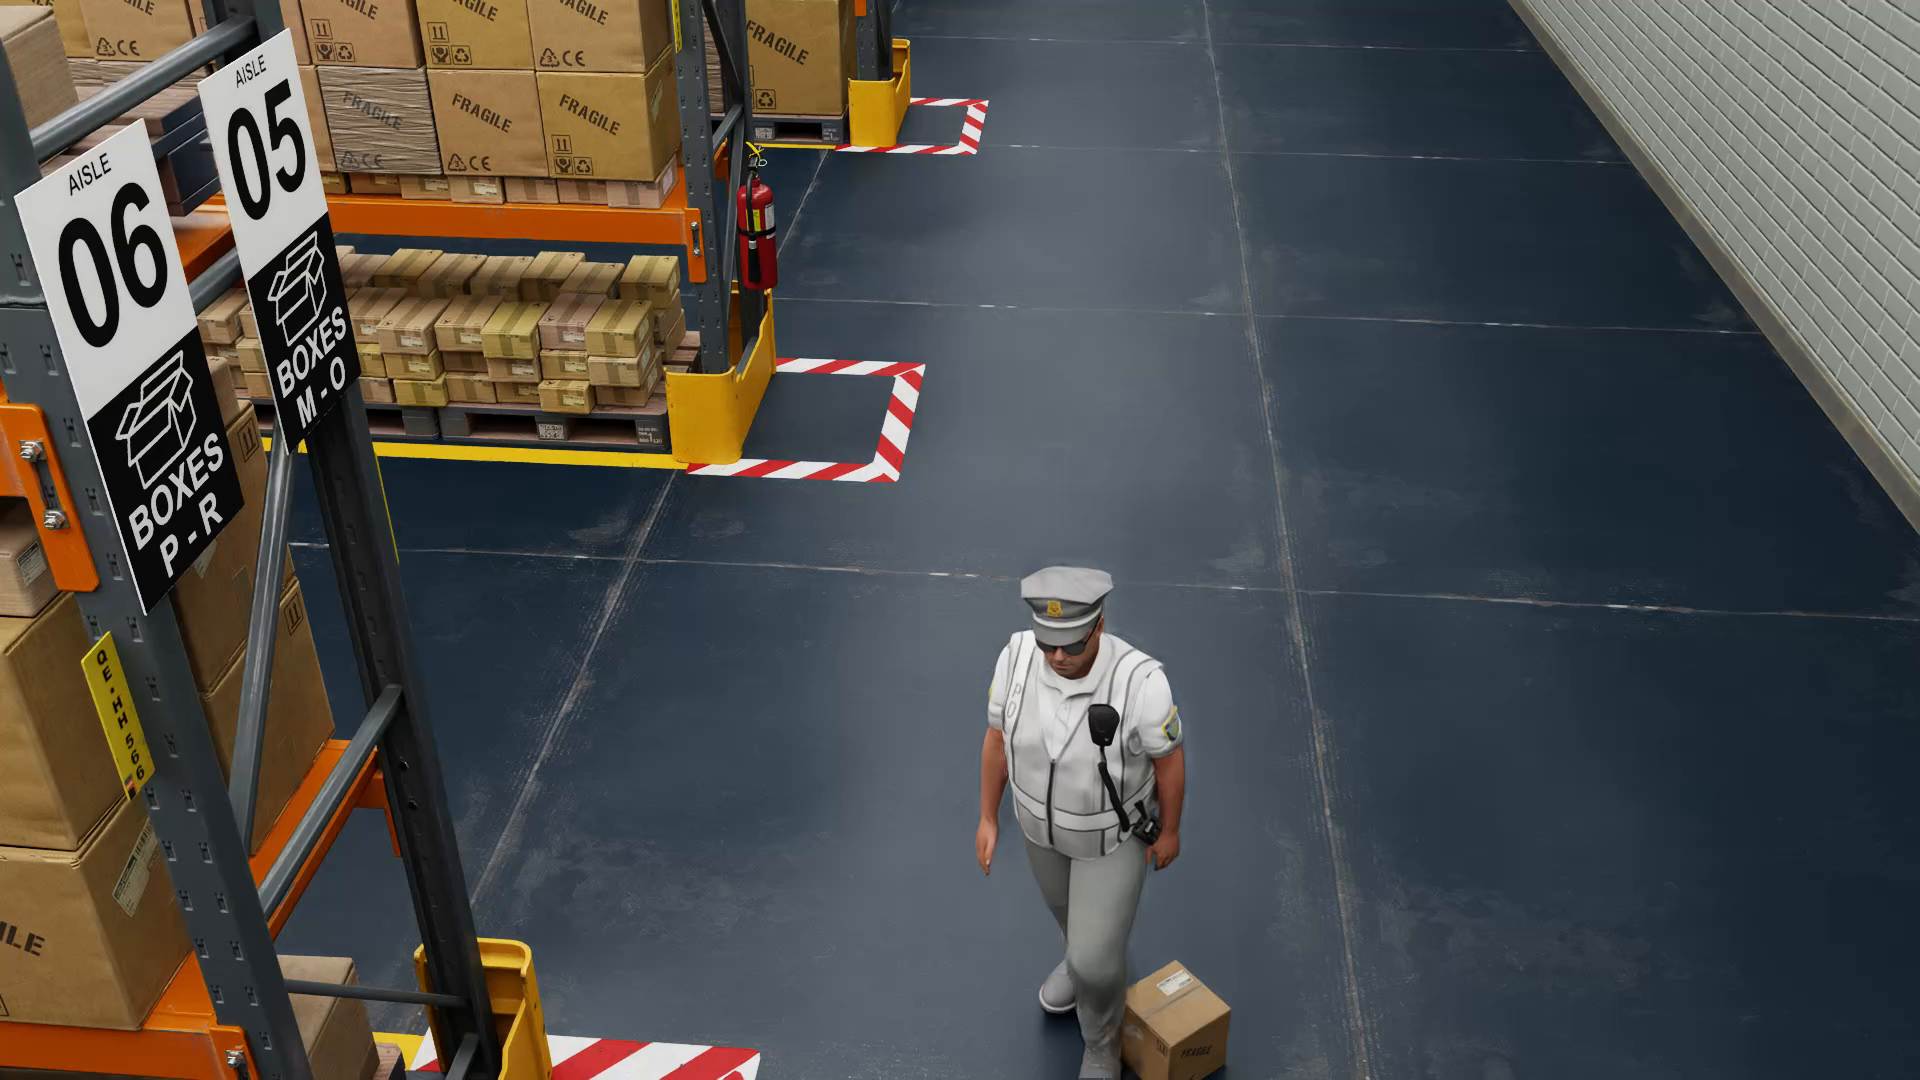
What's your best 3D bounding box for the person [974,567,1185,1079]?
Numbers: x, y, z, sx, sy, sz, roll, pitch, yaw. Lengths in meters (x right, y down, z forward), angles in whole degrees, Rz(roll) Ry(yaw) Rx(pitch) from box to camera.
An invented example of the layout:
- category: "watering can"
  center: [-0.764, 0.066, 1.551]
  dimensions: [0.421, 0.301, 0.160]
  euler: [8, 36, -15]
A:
- category: "person"
  center: [0.369, 0.816, 4.850]
  dimensions: [0.562, 1.814, 0.557]
  euler: [19, 36, 27]
